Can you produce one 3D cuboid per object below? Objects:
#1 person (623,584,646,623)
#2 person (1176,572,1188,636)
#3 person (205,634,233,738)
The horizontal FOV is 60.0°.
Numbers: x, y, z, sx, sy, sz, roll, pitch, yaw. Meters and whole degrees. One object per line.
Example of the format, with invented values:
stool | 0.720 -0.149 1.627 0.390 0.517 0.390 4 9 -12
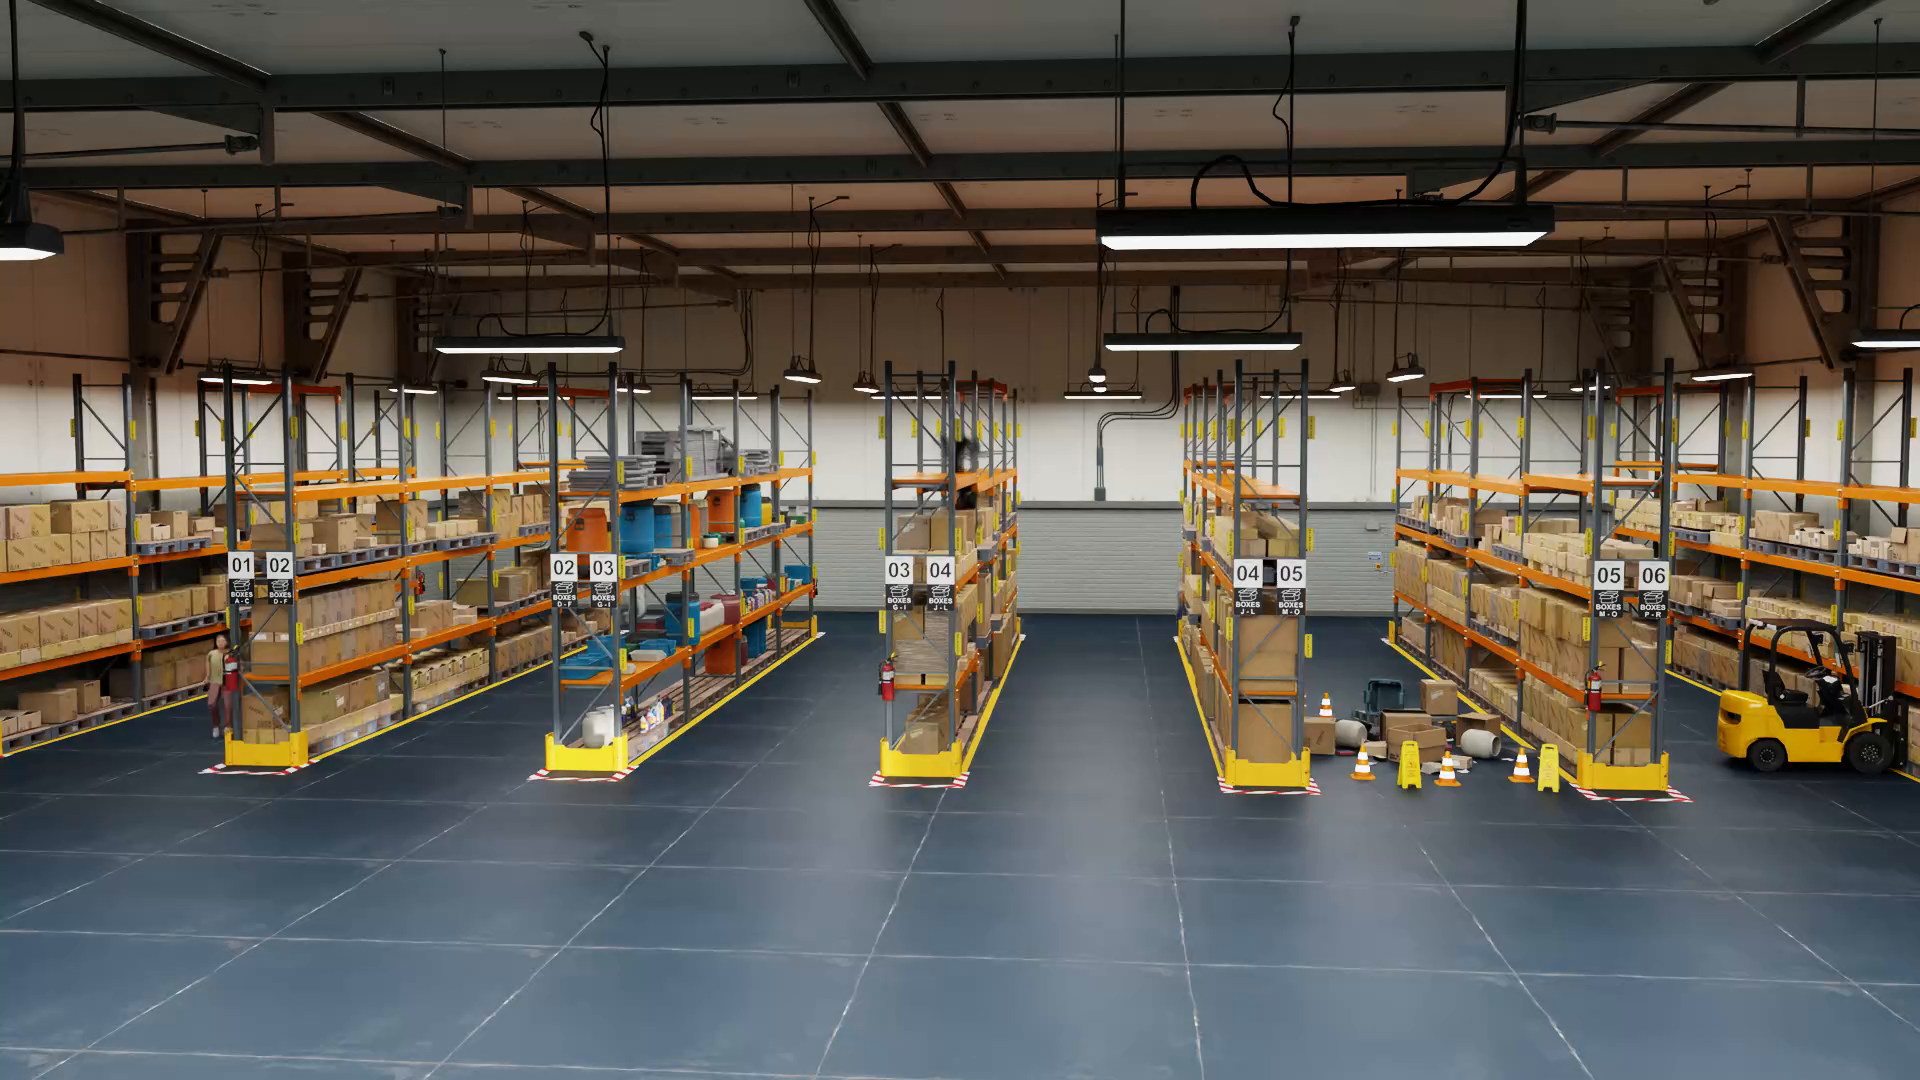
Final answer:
person | -8.235 1.435 42.134 0.591 1.628 0.700 -3 5 -38
person | 5.570 1.558 40.559 0.579 1.579 0.612 0 4 -4
person | -12.085 2.379 27.201 0.566 1.688 0.684 -1 4 -10
